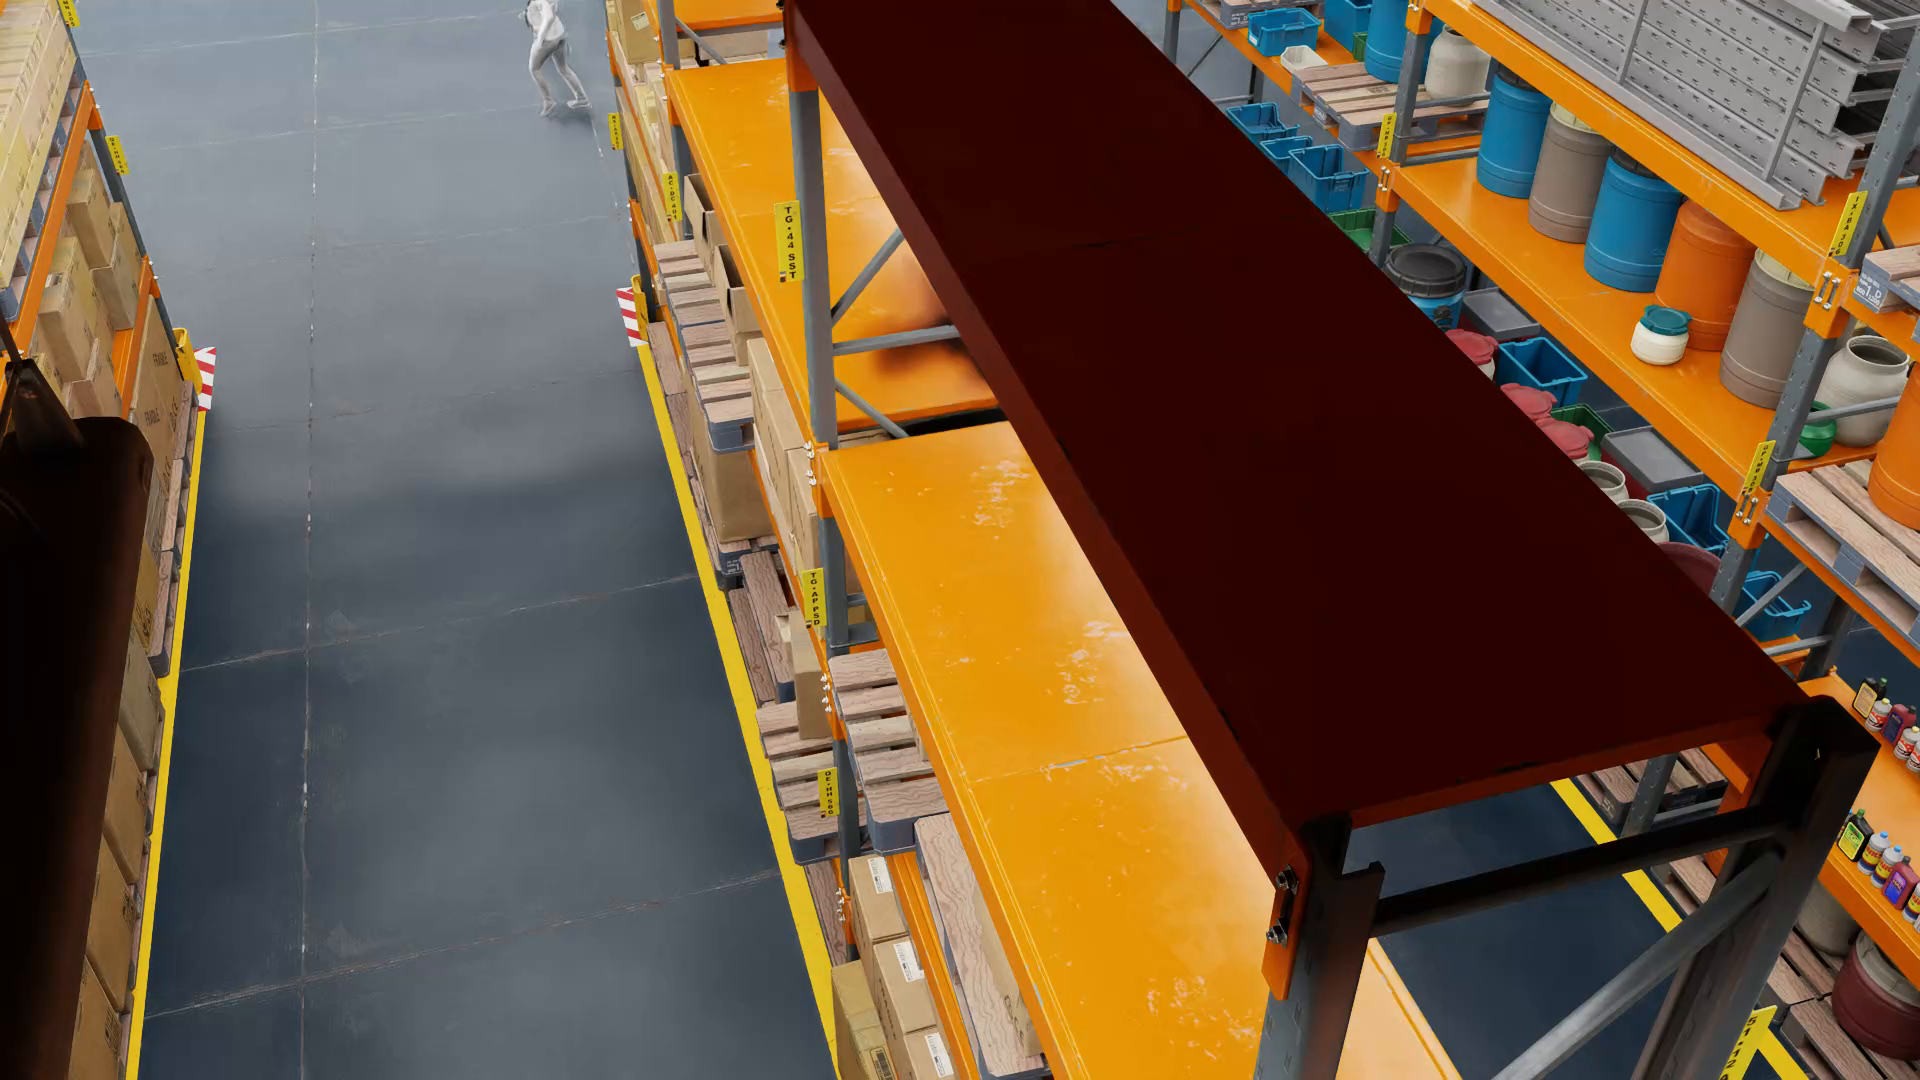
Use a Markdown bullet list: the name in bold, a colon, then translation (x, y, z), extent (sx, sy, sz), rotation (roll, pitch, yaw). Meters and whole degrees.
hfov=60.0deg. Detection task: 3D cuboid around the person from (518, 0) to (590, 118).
- **person**: translation (-4.567, -5.522, 18.467), extent (0.722, 1.764, 0.632), rotation (10, 40, 13)
